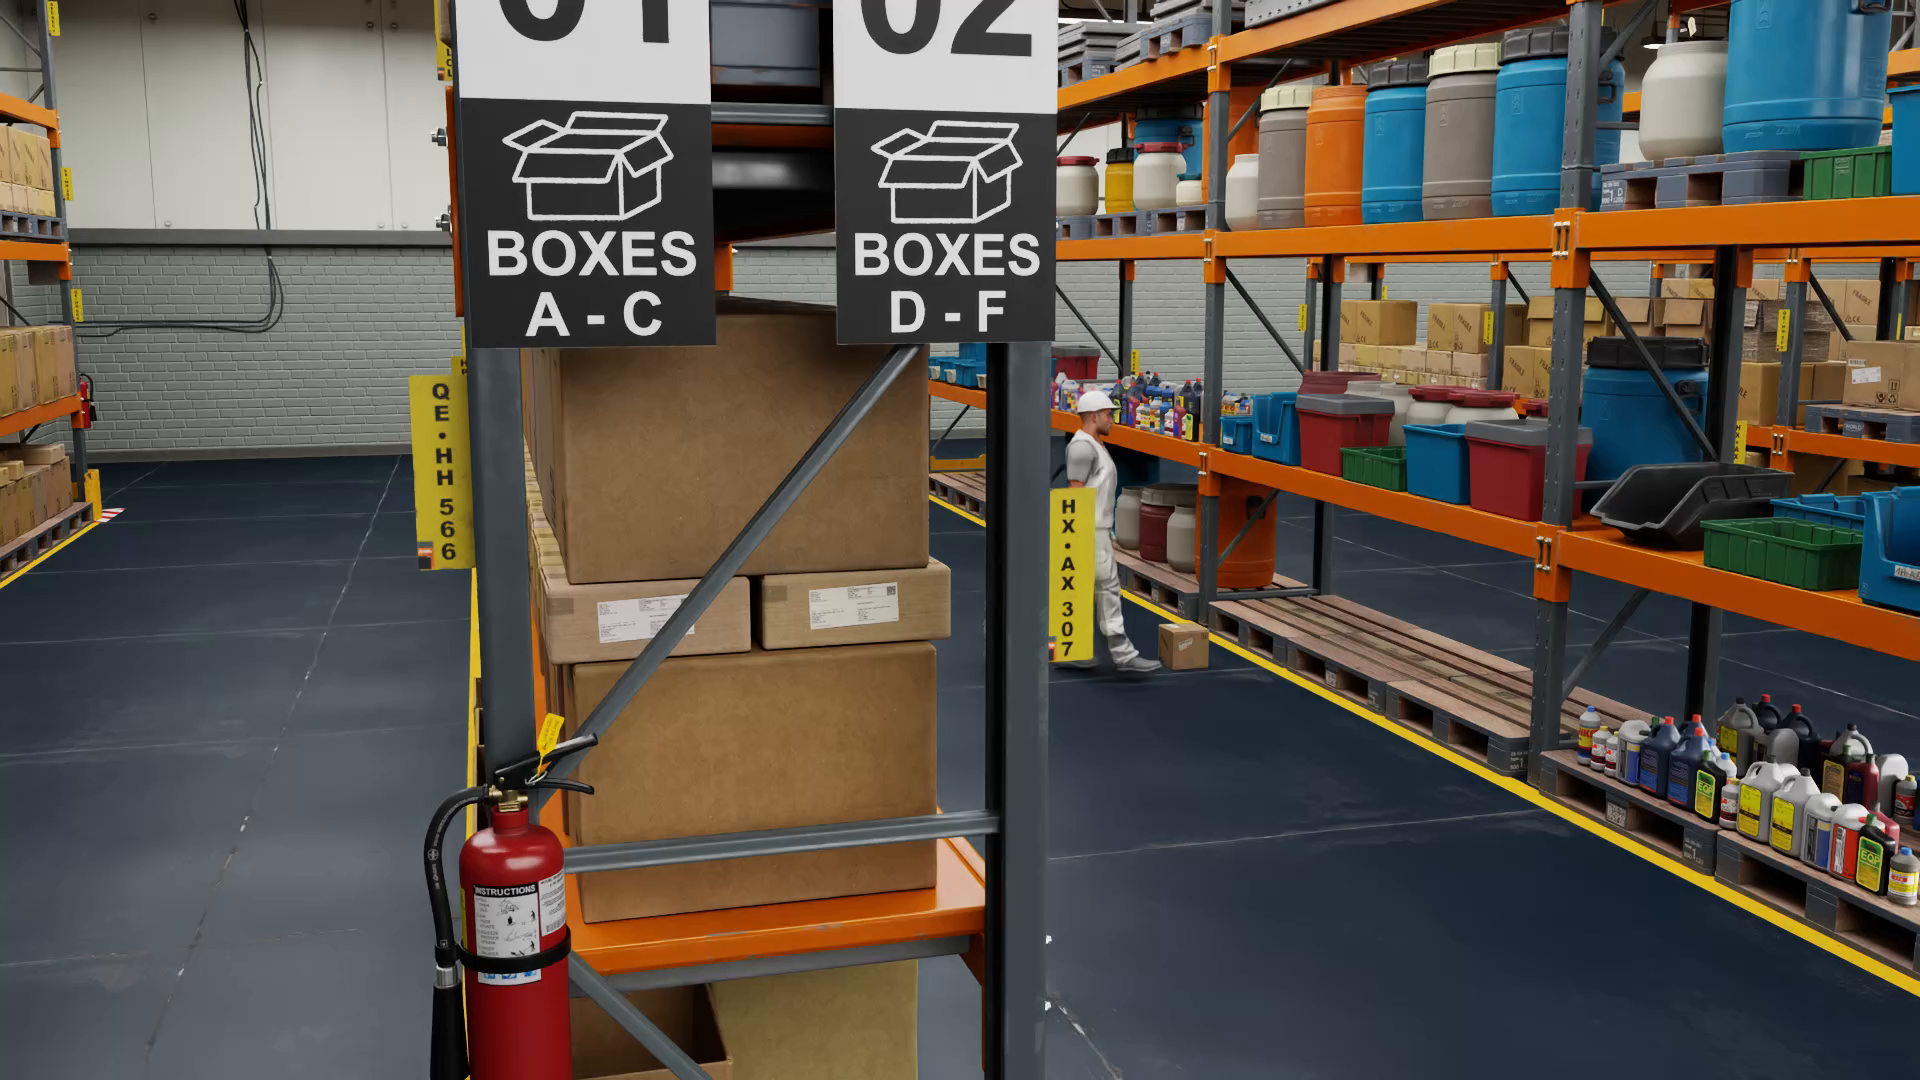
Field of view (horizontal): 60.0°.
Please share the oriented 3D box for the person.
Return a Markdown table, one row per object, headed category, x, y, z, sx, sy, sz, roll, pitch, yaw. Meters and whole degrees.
| category | x | y | z | sx | sy | sz | roll | pitch | yaw |
| --- | --- | --- | --- | --- | --- | --- | --- | --- | --- |
| person | 0.955 | -0.051 | 10.536 | 0.718 | 1.774 | 0.597 | 2 | 9 | 12 |
